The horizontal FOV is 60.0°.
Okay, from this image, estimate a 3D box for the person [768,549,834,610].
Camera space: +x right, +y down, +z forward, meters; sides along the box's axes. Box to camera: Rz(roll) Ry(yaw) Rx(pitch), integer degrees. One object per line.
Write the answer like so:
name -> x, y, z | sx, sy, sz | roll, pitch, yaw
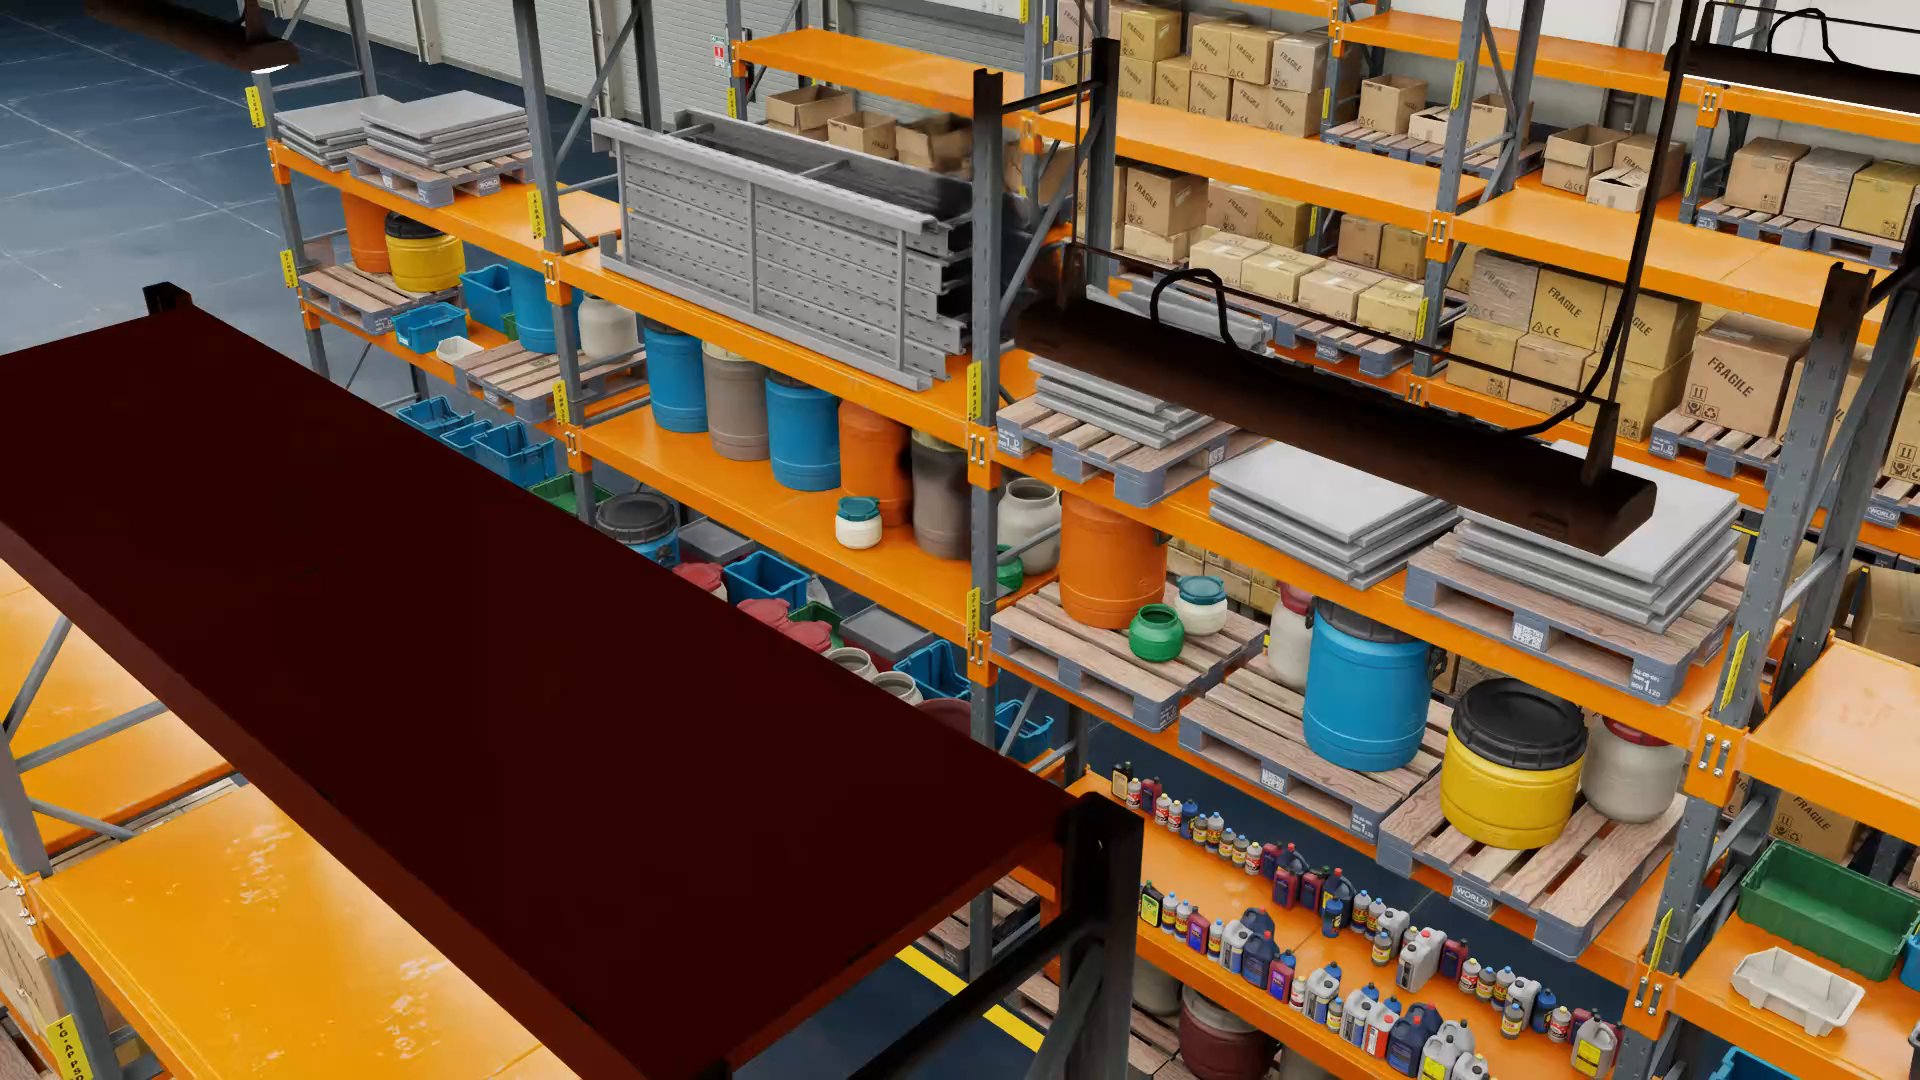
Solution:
person -> -1.442, 0.005, 14.449 | 0.731, 1.733, 0.708 | 23, 37, 35
